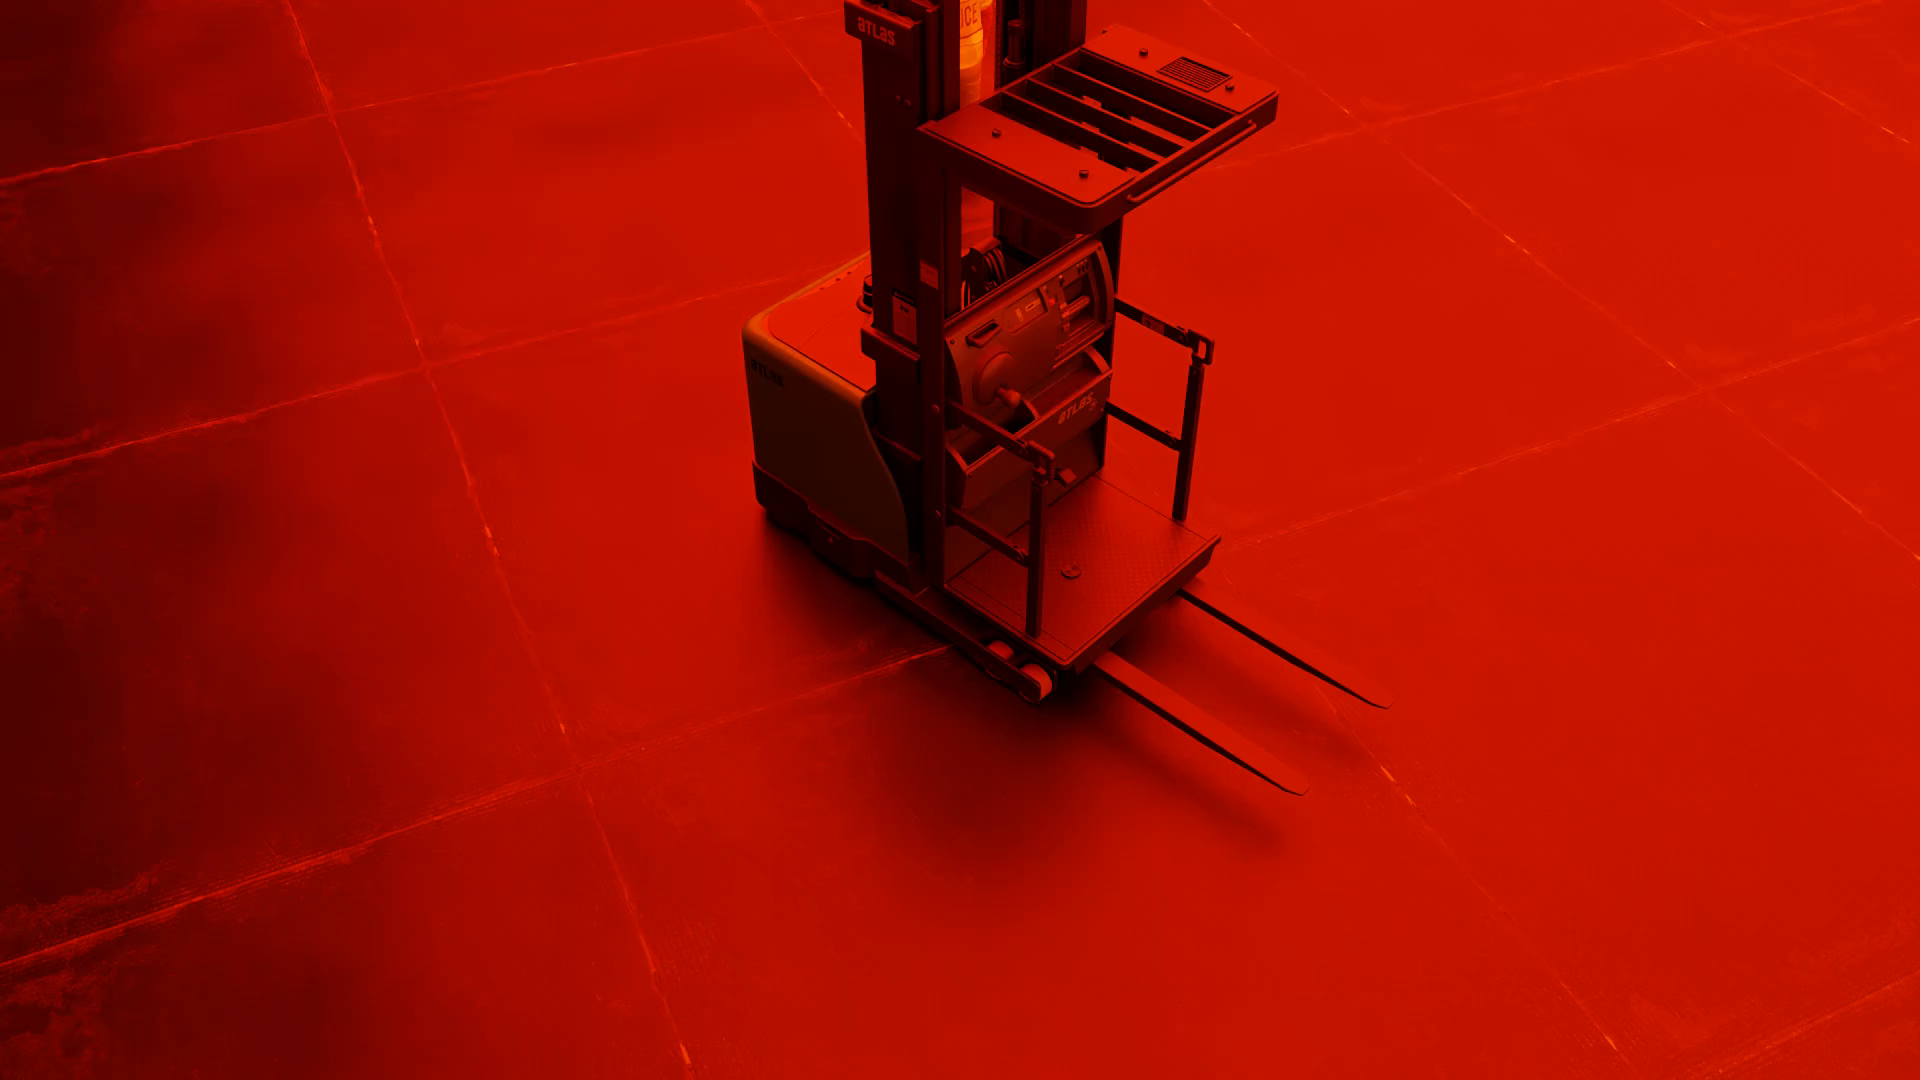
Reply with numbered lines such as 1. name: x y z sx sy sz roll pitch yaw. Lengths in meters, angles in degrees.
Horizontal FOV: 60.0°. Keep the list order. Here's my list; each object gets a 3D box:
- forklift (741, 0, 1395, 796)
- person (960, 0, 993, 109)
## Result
1. forklift: 0.445 -0.788 6.525 3.031 2.935 1.130 32 52 30
2. person: -0.098 -2.834 9.632 0.598 1.670 0.529 -17 46 -18
